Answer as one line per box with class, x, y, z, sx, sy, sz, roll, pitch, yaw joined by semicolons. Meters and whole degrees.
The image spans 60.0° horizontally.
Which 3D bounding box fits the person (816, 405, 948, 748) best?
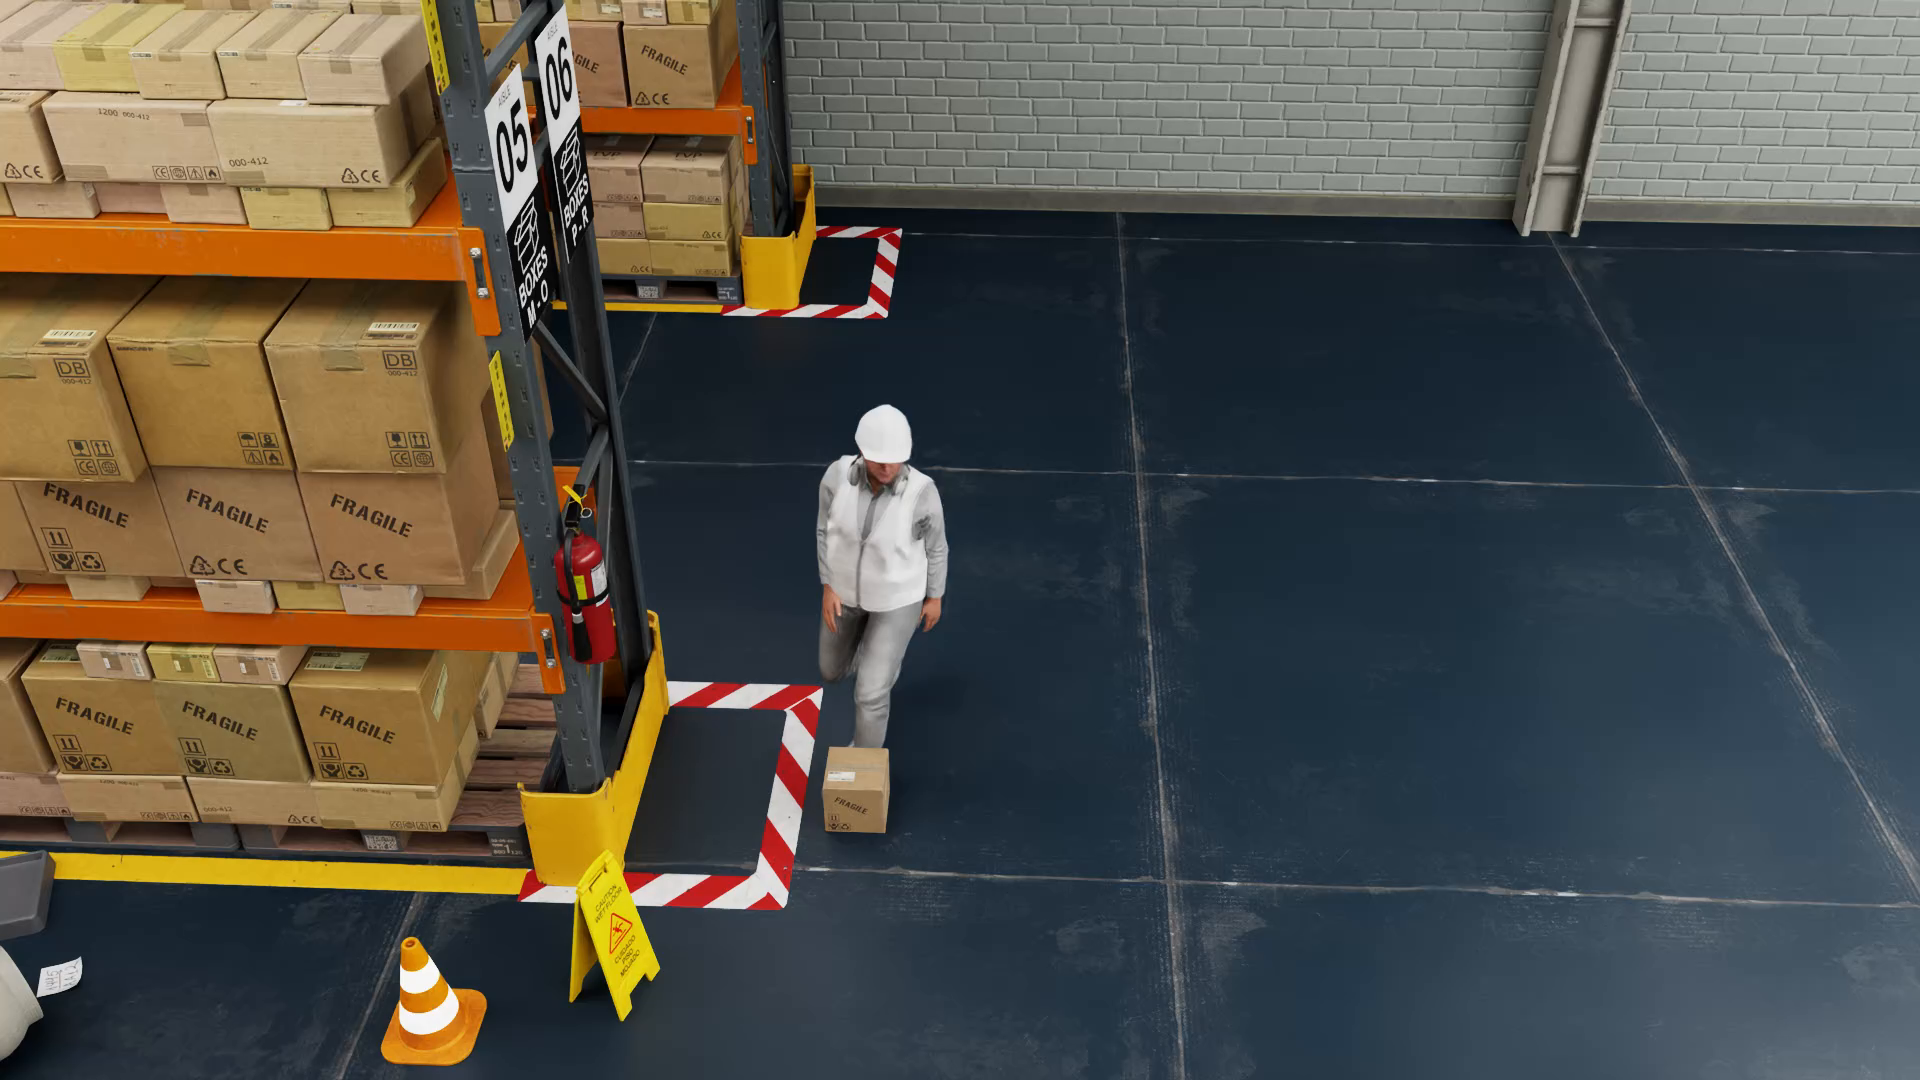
person;-0.352;0.217;6.859;0.533;1.693;0.909;12;37;17
